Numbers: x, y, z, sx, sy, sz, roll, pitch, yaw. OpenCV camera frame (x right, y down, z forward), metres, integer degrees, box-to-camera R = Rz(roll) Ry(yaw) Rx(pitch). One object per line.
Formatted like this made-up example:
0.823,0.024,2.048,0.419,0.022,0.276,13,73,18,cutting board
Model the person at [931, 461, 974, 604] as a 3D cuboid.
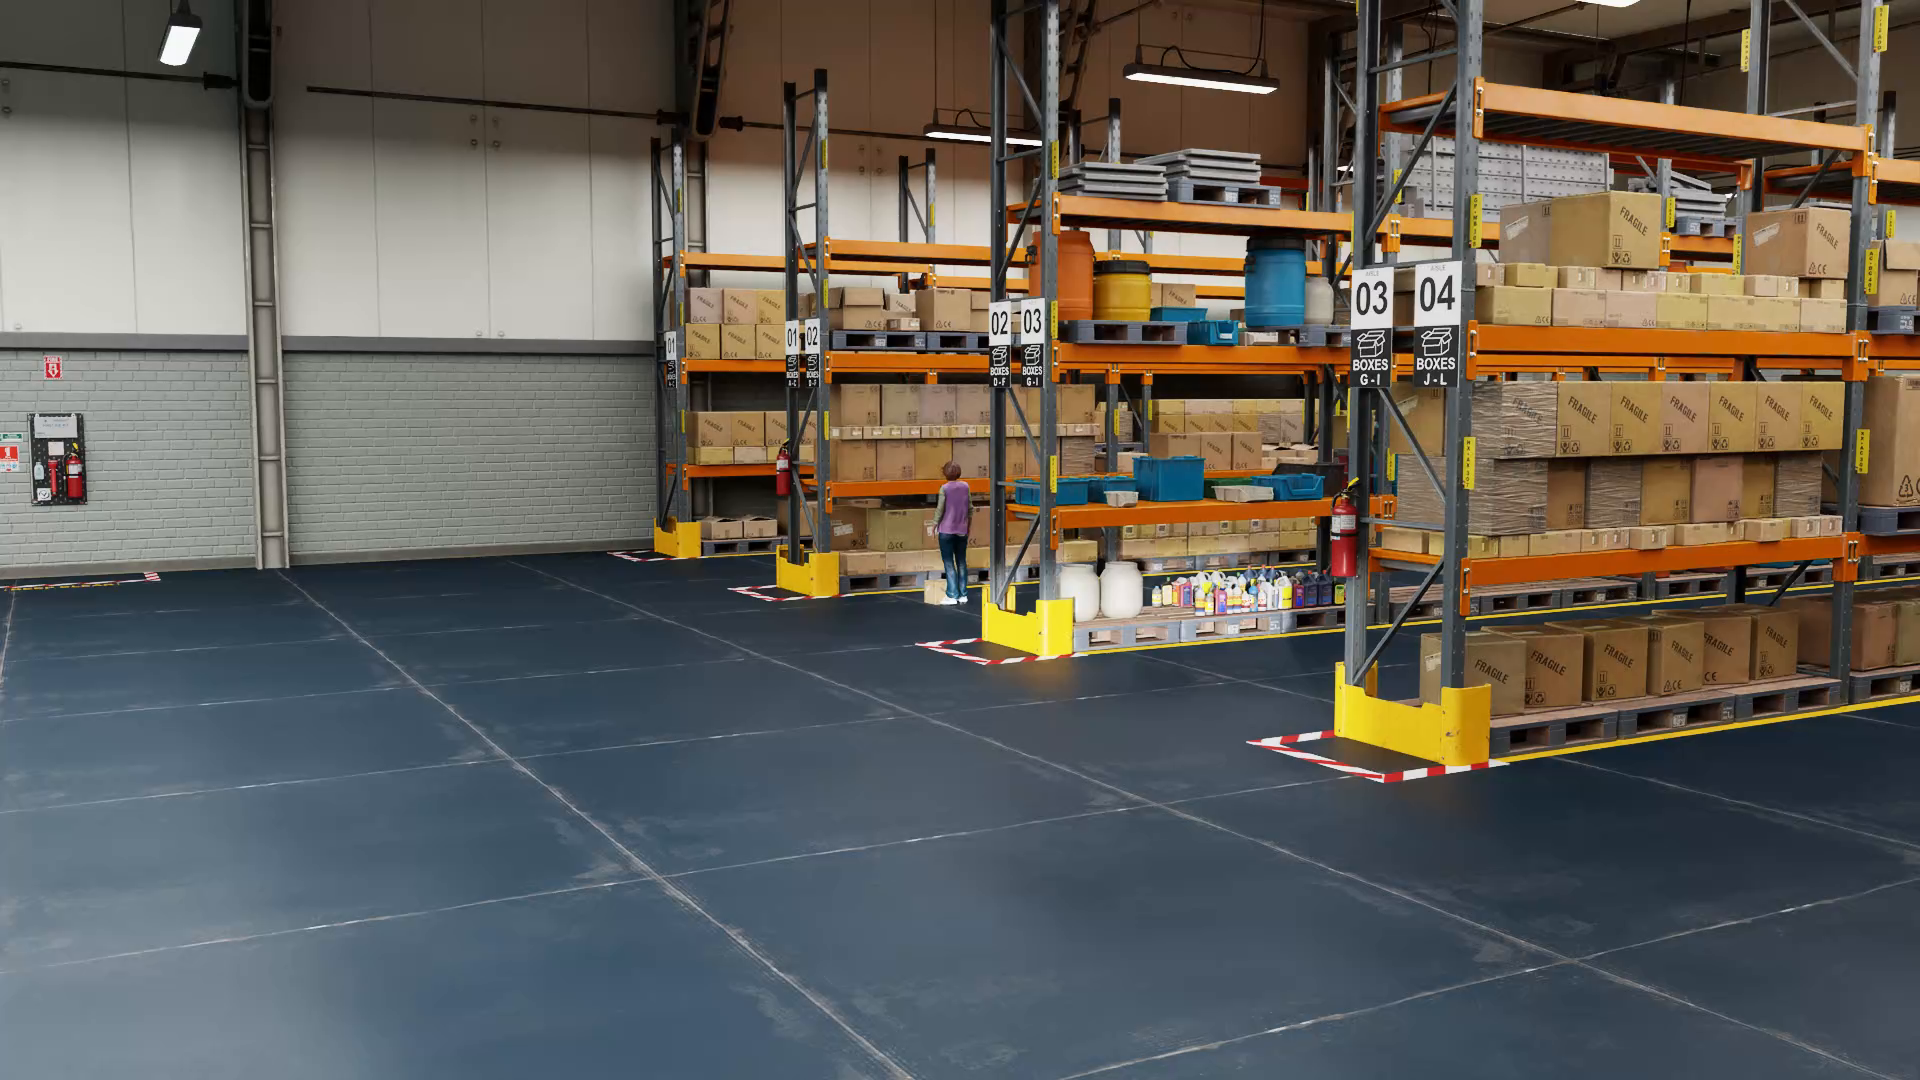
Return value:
-0.108,-0.085,18.462,0.519,1.598,0.475,-3,6,-29,person
